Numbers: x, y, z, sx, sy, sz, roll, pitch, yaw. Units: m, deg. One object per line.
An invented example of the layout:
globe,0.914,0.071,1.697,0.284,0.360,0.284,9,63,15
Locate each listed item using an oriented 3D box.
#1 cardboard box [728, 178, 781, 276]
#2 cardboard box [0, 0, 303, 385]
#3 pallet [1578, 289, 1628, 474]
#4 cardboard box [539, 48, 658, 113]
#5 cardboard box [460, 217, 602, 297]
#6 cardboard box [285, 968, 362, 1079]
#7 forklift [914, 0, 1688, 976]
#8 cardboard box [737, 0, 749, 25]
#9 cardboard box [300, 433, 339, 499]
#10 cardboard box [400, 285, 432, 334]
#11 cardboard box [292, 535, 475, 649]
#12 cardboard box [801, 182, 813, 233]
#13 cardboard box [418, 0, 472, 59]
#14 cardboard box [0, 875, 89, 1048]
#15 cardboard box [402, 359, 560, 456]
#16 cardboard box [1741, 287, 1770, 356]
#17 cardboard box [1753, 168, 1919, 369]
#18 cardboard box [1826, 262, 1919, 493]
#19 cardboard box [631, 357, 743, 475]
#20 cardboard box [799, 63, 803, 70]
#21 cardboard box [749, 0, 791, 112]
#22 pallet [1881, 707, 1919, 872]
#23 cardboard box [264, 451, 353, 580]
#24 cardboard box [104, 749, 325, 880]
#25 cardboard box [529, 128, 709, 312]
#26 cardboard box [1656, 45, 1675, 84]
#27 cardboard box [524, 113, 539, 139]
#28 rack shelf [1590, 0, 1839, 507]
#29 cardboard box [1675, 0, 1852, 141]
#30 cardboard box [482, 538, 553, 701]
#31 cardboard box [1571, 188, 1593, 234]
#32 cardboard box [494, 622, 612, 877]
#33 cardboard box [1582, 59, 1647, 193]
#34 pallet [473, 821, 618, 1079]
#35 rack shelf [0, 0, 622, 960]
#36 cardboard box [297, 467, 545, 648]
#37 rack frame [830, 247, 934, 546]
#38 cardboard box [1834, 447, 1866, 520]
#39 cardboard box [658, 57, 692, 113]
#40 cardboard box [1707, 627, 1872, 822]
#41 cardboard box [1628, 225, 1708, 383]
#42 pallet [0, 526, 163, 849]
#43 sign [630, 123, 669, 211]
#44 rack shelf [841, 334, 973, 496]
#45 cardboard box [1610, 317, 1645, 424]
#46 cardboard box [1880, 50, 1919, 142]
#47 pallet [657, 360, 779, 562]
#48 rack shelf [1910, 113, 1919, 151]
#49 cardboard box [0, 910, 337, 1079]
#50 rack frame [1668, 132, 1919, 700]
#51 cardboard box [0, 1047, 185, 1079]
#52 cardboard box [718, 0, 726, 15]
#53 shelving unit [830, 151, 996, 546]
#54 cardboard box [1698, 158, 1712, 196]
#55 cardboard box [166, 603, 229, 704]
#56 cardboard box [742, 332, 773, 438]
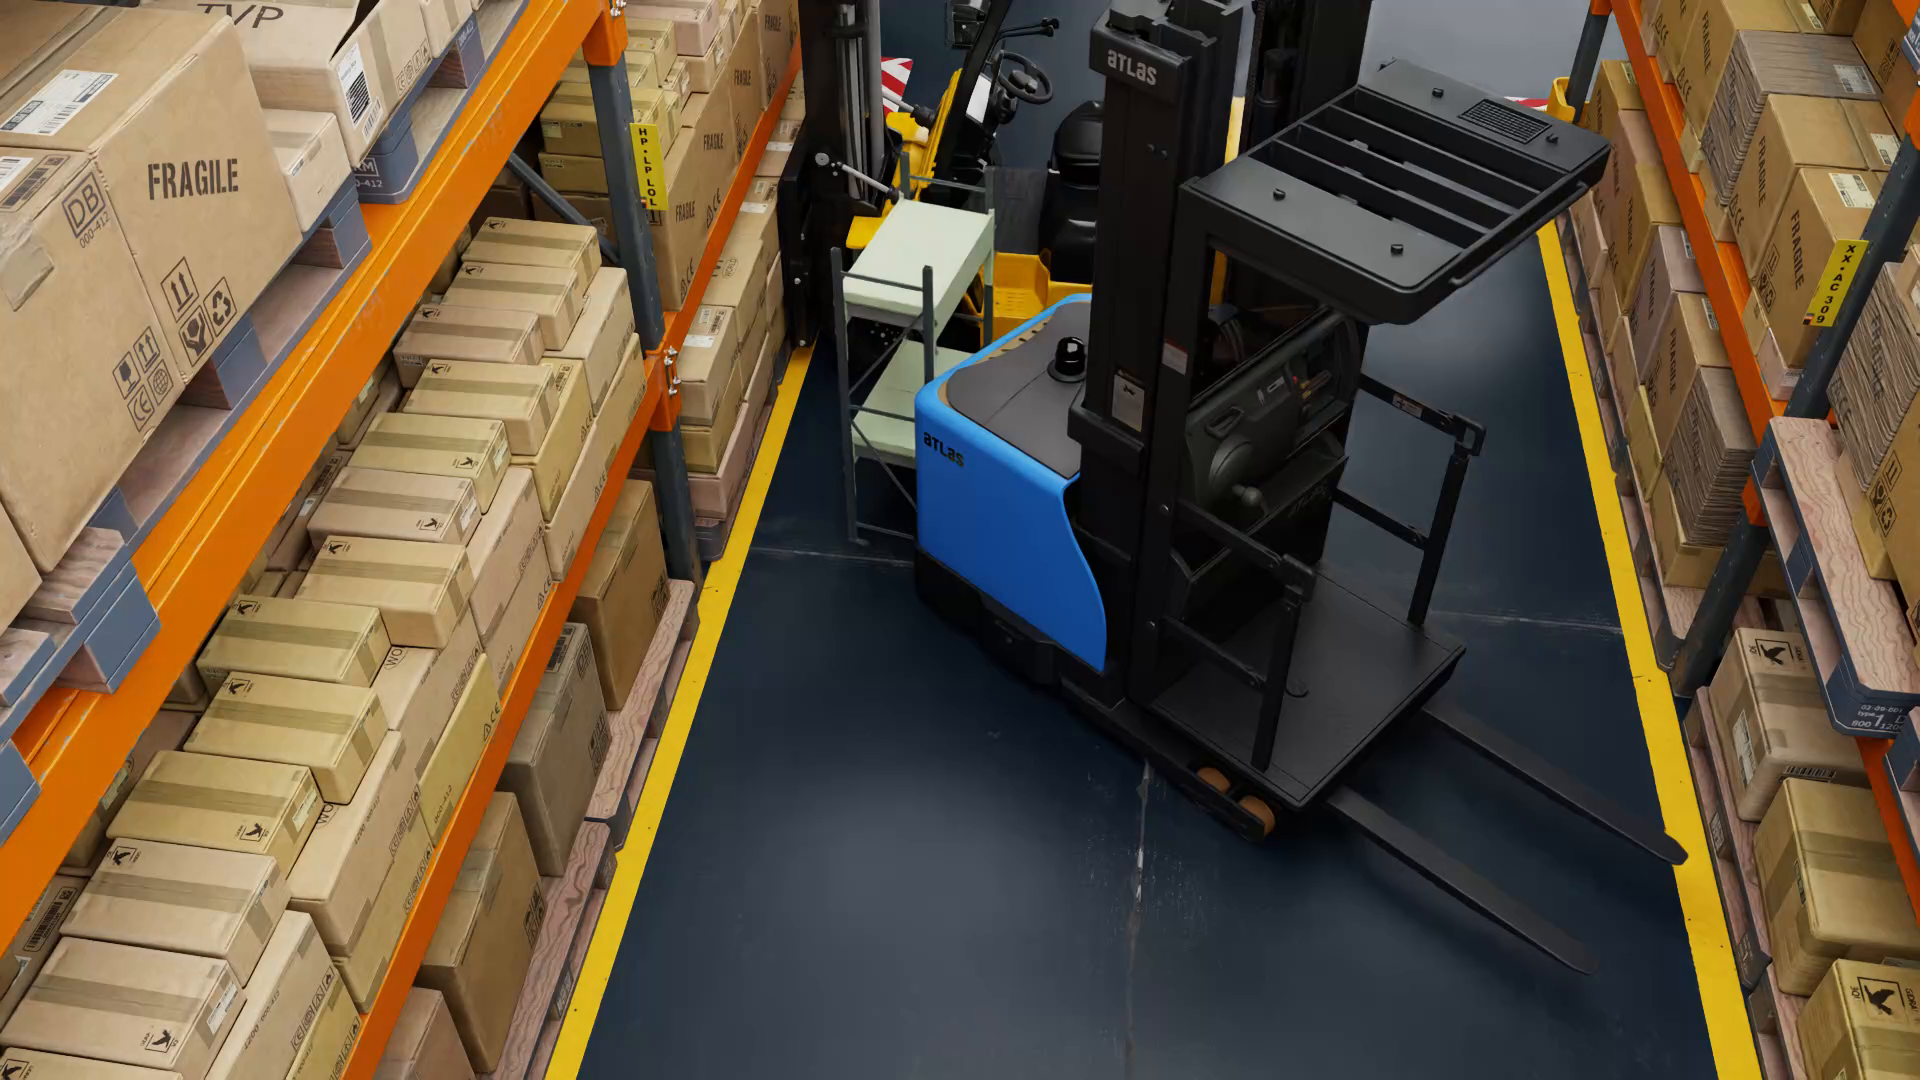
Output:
cardboard box,-1.082,-1.413,7.528,0.500,0.250,0.500,7,44,7
cardboard box,-1.646,-0.661,3.134,0.500,0.500,0.500,6,44,7
pallet,3.544,-0.741,7.879,1.003,0.211,1.213,5,44,6
cardboard box,-1.326,-1.666,6.067,0.380,0.149,0.250,6,44,6
cardboard box,-1.414,-0.926,5.502,0.380,0.149,0.250,7,44,7
cardboard box,-1.746,1.251,3.857,0.500,0.250,0.500,4,44,5
forklift,1.215,-0.372,5.511,3.031,2.935,1.130,34,53,31
cardboard box,-1.089,-2.242,6.892,0.380,0.149,0.250,4,44,4
cardboard box,-2.041,-0.268,4.807,0.380,0.149,0.250,5,44,5
cardboard box,-1.936,-0.781,5.349,0.380,0.149,0.250,4,44,4
cardboard box,-1.512,0.135,4.381,0.380,0.149,0.250,4,44,4
cardboard box,-1.009,-1.574,8.061,0.500,0.250,0.500,5,44,5
cardboard box,-1.434,-1.317,4.082,0.380,0.149,0.250,5,44,5
cardboard box,-2.268,1.011,3.746,0.500,0.250,0.500,6,44,6
cardboard box,-1.418,-0.396,4.942,0.380,0.149,0.250,4,44,4
cardboard box,3.098,-0.785,6.080,0.380,0.149,0.250,6,44,6
cardboard box,3.143,-0.929,5.760,0.500,0.500,0.500,4,44,4
cardboard box,2.985,-0.462,4.962,0.500,0.500,0.500,6,44,7
cardboard box,-1.219,-0.545,6.974,0.500,0.250,0.500,5,44,5
cardboard box,-0.874,-2.460,8.634,0.500,0.250,0.500,6,44,6
cardboard box,-1.066,-2.265,7.388,0.500,0.500,0.500,6,44,6
pallet,3.024,0.984,4.169,1.003,0.211,1.213,5,44,6
cardboard box,-2.066,-0.022,4.837,0.500,0.250,0.500,4,44,5
cardboard box,-1.716,0.643,3.844,0.380,0.149,0.250,6,44,6
cardboard box,-1.272,-1.223,6.287,0.500,0.500,0.500,4,44,4
cardboard box,3.395,-2.186,7.560,0.380,0.149,0.250,6,44,7
cardboard box,-1.803,-1.596,6.209,0.380,0.149,0.250,4,44,4
rack shelf,3.596,-1.561,7.240,1.077,0.370,4.000,5,44,6
cardboard box,3.332,-1.984,6.874,0.500,0.500,0.500,4,44,5
cardboard box,-1.554,0.193,4.974,0.500,0.250,0.500,5,44,6
cardboard box,3.479,-1.814,8.679,0.500,0.250,0.500,5,44,5
cardboard box,-1.757,0.687,5.764,0.875,0.625,0.625,5,44,5
cardboard box,3.477,-2.070,8.404,0.500,0.500,0.500,4,44,4
pallet,-1.807,1.444,5.571,1.003,0.211,1.213,5,44,6
rack shelf,-1.854,-0.372,3.803,1.077,0.370,4.000,5,44,6
cardboard box,-1.535,0.022,4.790,0.500,0.250,0.500,6,44,6
rack frame,-0.292,-0.502,6.690,0.400,1.500,0.023,13,45,14
cardboard box,2.945,-0.172,5.127,0.380,0.149,0.250,6,44,6
cardboard box,-1.247,-1.729,6.350,0.380,0.149,0.250,5,44,5
cardboard box,3.264,0.700,5.934,0.950,0.372,0.625,6,44,6
cardboard box,3.275,-1.007,7.281,0.500,0.500,0.500,7,44,8
pallet,-2.117,0.327,2.678,1.213,0.211,1.003,7,44,7
sign,-1.050,-1.257,5.611,0.100,0.325,0.005,5,44,6
rack shelf,-0.172,-0.503,7.165,0.431,0.370,0.720,13,45,14
cardboard box,3.275,-0.750,7.555,0.500,0.250,0.500,6,44,6
cardboard box,3.694,-1.593,5.734,0.700,0.500,0.500,5,44,6
pallet,-1.443,-0.433,7.554,1.003,0.211,1.213,5,44,6
rack shelf,3.067,0.076,3.329,1.077,0.370,4.000,5,44,6
cardboard box,-1.750,1.070,3.684,0.500,0.250,0.500,7,44,7
rack frame,3.331,-0.459,5.553,1.000,3.000,0.127,5,44,6
cardboard box,-1.750,1.174,3.284,0.380,0.149,0.250,6,44,6
cardboard box,-1.140,-2.184,6.614,0.380,0.149,0.250,5,44,5
shelving unit,-0.172,-0.740,6.941,0.431,1.500,0.755,13,45,14
cardboard box,3.266,-1.479,6.813,0.380,0.149,0.250,5,44,5
cardboard box,-2.092,0.259,4.251,0.380,0.149,0.250,6,44,7
cardboard box,-1.145,-0.709,7.511,0.500,0.250,0.500,4,44,5
